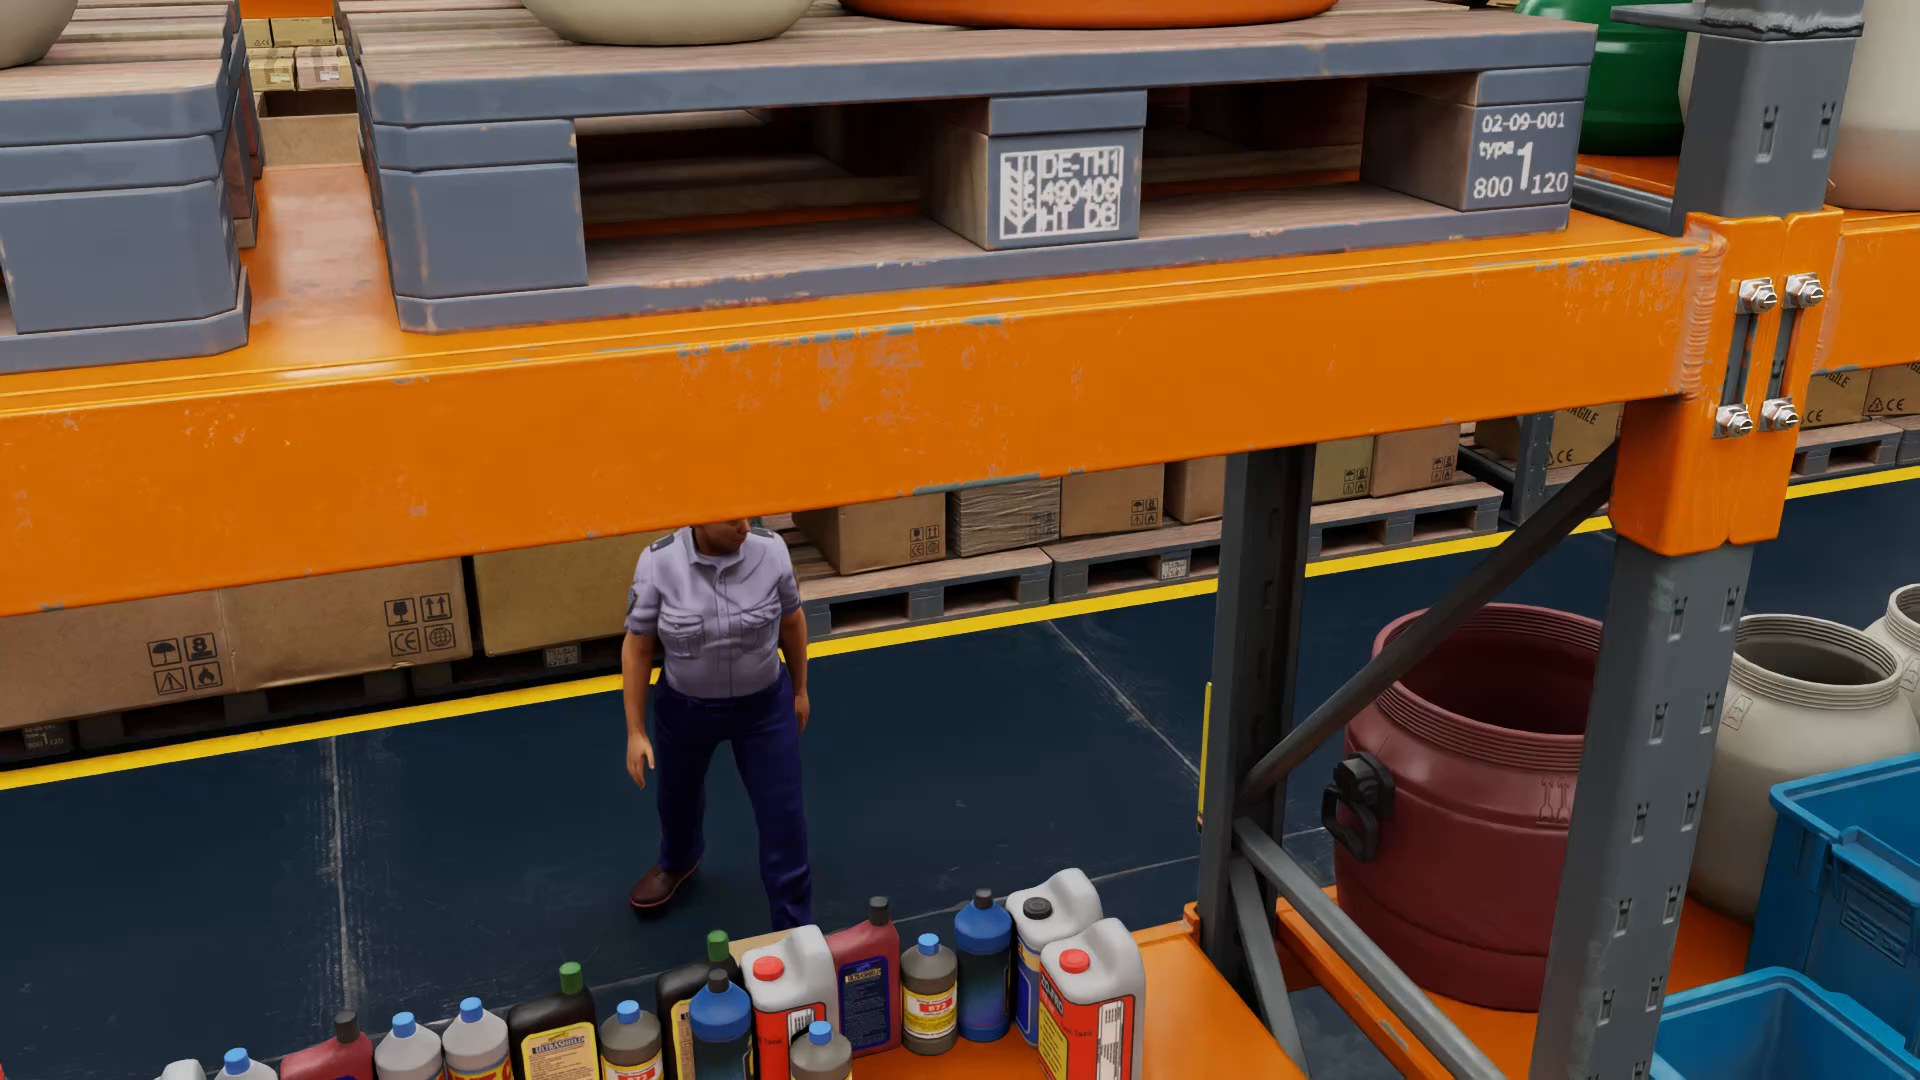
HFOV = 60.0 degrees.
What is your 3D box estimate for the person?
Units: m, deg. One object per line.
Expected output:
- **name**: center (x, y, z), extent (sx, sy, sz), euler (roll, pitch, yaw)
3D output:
- **person**: center (-0.716, 0.517, 4.880), extent (0.646, 1.605, 0.858), euler (-2, 23, -6)
